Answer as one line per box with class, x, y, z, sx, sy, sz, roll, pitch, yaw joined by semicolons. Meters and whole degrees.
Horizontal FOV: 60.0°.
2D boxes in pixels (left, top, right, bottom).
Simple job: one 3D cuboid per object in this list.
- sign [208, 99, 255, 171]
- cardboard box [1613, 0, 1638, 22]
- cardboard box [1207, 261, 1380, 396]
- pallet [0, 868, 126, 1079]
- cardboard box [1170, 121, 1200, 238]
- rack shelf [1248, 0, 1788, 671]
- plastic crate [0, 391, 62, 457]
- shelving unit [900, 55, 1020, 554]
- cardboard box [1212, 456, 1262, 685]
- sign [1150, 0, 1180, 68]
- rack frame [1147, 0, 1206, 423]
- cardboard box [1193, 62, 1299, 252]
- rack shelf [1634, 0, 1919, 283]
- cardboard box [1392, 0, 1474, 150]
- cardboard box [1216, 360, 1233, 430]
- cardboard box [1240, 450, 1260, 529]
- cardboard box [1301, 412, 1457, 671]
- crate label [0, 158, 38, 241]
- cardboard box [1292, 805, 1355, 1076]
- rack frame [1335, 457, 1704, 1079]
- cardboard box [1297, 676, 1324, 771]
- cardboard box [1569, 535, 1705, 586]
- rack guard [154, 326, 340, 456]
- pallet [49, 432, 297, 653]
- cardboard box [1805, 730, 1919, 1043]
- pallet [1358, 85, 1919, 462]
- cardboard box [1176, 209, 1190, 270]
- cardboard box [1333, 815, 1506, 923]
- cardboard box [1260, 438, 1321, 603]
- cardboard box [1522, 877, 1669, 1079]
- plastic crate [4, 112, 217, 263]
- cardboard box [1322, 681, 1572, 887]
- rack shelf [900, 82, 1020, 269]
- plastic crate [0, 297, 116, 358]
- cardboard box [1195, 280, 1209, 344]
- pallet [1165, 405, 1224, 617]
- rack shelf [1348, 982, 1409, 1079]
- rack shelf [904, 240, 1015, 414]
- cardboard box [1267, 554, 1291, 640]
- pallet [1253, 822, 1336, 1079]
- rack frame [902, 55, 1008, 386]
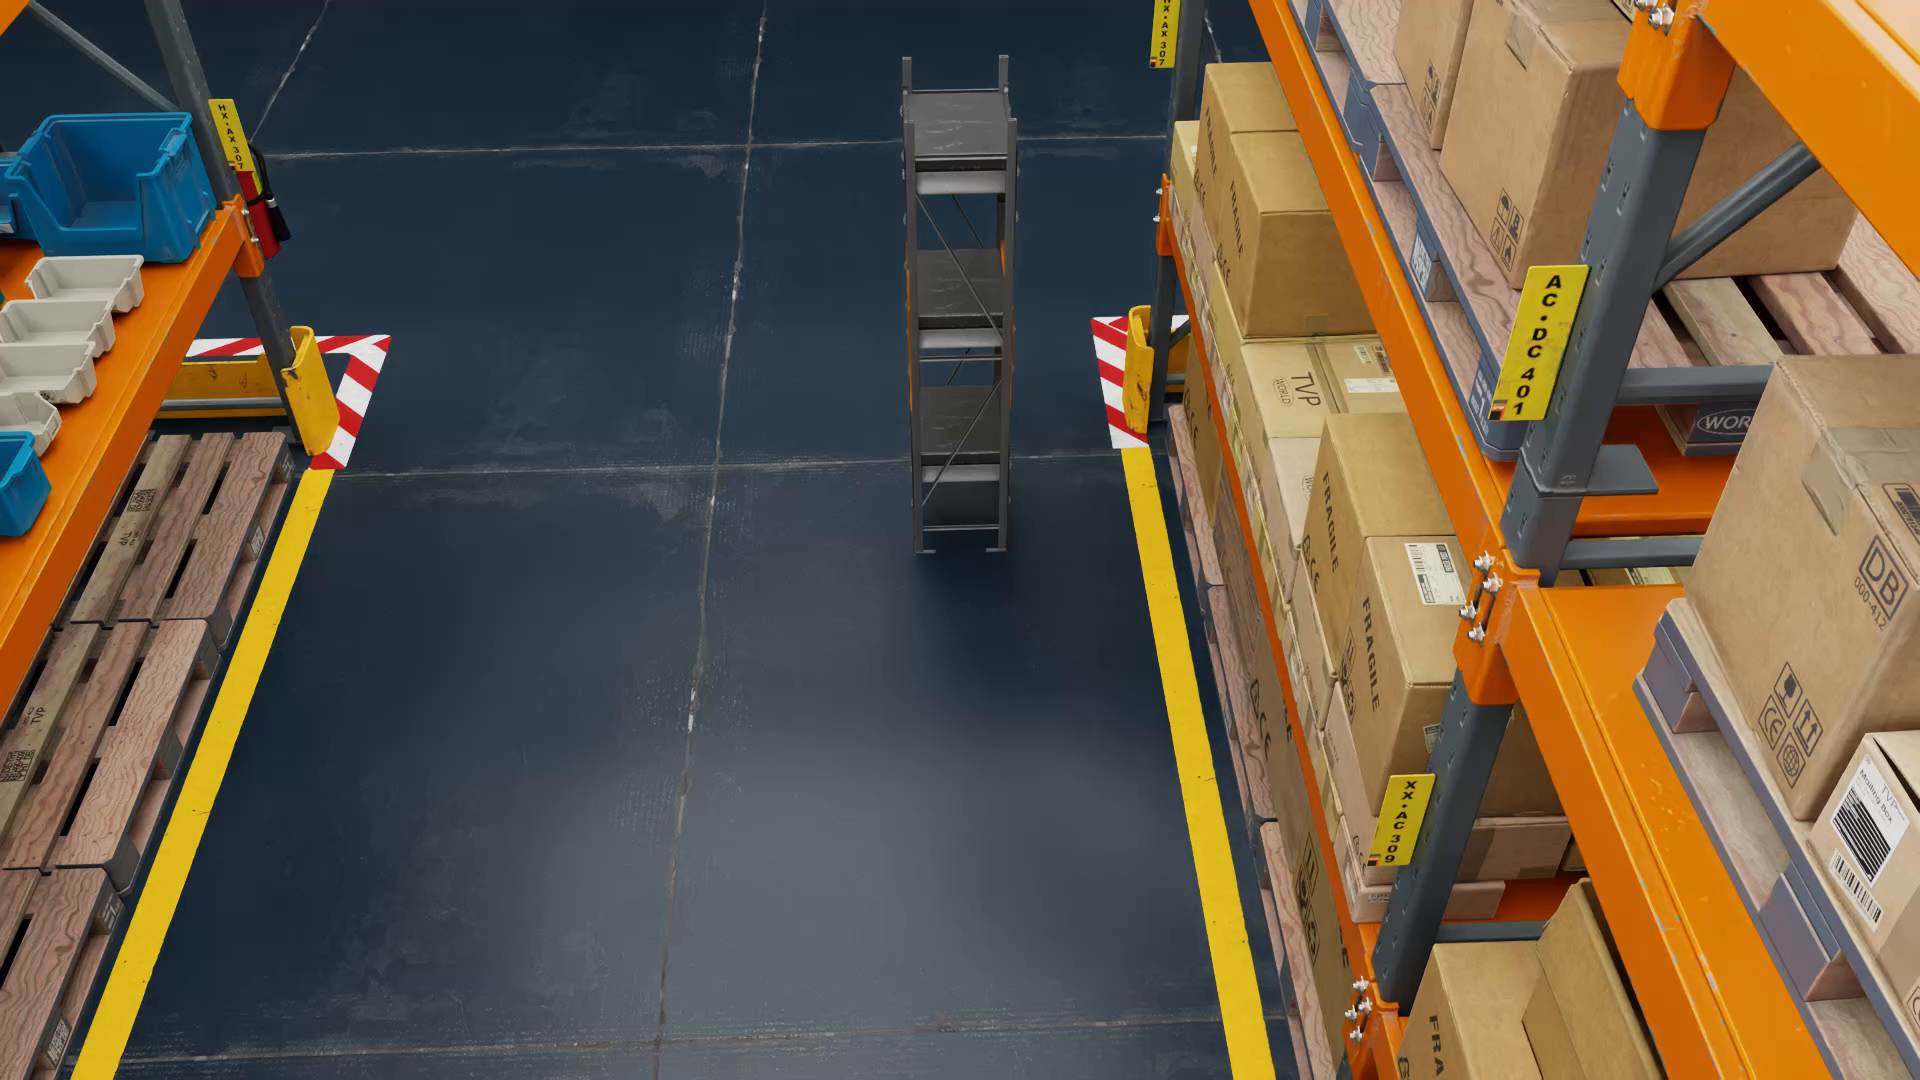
sign;-3.014;-1.674;6.885;0.100;0.325;0.005;-2;43;-2
cardboard box;1.522;-1.274;3.336;0.500;0.250;0.500;-4;43;-5
cardboard box;1.182;-0.761;5.901;0.500;0.250;0.500;-3;43;-3
pallet;-3.463;1.646;5.447;1.003;0.211;1.213;-2;43;-2
cardboard box;1.136;-1.451;6.654;0.500;0.250;0.500;-3;43;-3
rack shelf;1.470;-1.219;4.822;1.077;0.370;4.000;-2;43;-2
plastic crate;-3.282;-0.384;5.749;0.298;0.136;0.250;-2;43;-2
shelving unit;-0.007;-0.886;6.812;0.431;2.100;0.503;-2;43;-2
cardboard box;1.531;-0.056;6.503;0.875;0.875;0.875;-2;43;-2
sign;0.831;-2.065;6.734;0.100;0.325;0.005;-2;43;-2
rack frame;1.385;-1.729;7.066;1.000;3.000;0.127;-2;43;-2
cardboard box;1.157;-1.390;6.033;0.500;0.500;0.500;-3;43;-3
rack shelf;1.640;0.523;0.998;1.077;0.370;4.000;-2;43;-2
cardboard box;1.444;-1.253;3.868;0.700;0.500;0.500;0;43;0
cardboard box;1.128;-0.519;5.932;0.380;0.149;0.250;-2;43;-2
cardboard box;1.150;-0.172;5.553;0.380;0.149;0.250;-1;43;-1
cardboard box;1.251;0.000;4.516;0.500;0.500;0.500;-1;43;-1
crate label;-3.882;-1.371;6.755;0.416;0.233;0.303;-2;43;-2
cardboard box;1.607;1.152;5.185;0.875;0.875;0.875;-2;43;-2
rack frame;1.555;0.971;4.120;1.000;3.000;0.127;-2;43;-2
cardboard box;1.193;0.521;4.798;0.380;0.149;0.250;-2;43;-3
cardboard box;1.790;0.310;4.177;0.500;0.500;0.500;-2;43;-2
rack guard;-3.577;-0.681;7.773;1.175;0.500;0.348;-2;43;-2
pallet;-3.567;-0.001;7.245;1.003;0.211;1.213;-2;43;-2
cardboard box;1.512;0.487;2.184;0.500;0.311;0.500;-3;43;-3
pallet;1.531;-0.654;3.739;1.003;0.211;1.213;-2;43;-2
cardboard box;1.083;-1.214;6.690;0.380;0.149;0.250;-2;43;-2
cardboard box;1.215;0.868;4.419;0.380;0.149;0.250;-1;43;-2
cardboard box;1.228;-0.067;5.144;0.500;0.250;0.500;-1;43;-1
cardboard box;1.591;0.996;3.277;0.797;0.503;0.637;-3;43;-3
plastic crate;-3.362;-1.401;6.638;0.616;0.435;0.499;-2;43;-2
cardboard box;1.274;0.627;4.387;0.500;0.250;0.500;-2;43;-3
rack shelf;-0.007;-1.392;6.348;0.431;0.518;0.480;-2;43;-2
plastic crate;-3.350;-0.770;6.171;0.396;0.136;0.243;-2;43;-2
cardboard box;1.106;-0.865;6.310;0.380;0.149;0.250;-2;43;-2
pallet;1.497;-0.163;7.422;1.003;0.211;1.213;-2;43;-2
rack shelf;1.640;2.587;2.890;1.077;0.370;4.000;-2;43;-2
rack shelf;-0.007;-0.876;6.821;0.431;0.518;0.480;-2;43;-2
cardboard box;1.171;0.173;5.177;0.380;0.149;0.250;-1;43;-1
pallet;1.601;1.484;5.625;1.003;0.211;1.213;-2;43;-2
rack frame;-0.017;-1.051;6.992;0.400;2.100;0.015;-2;43;-2
